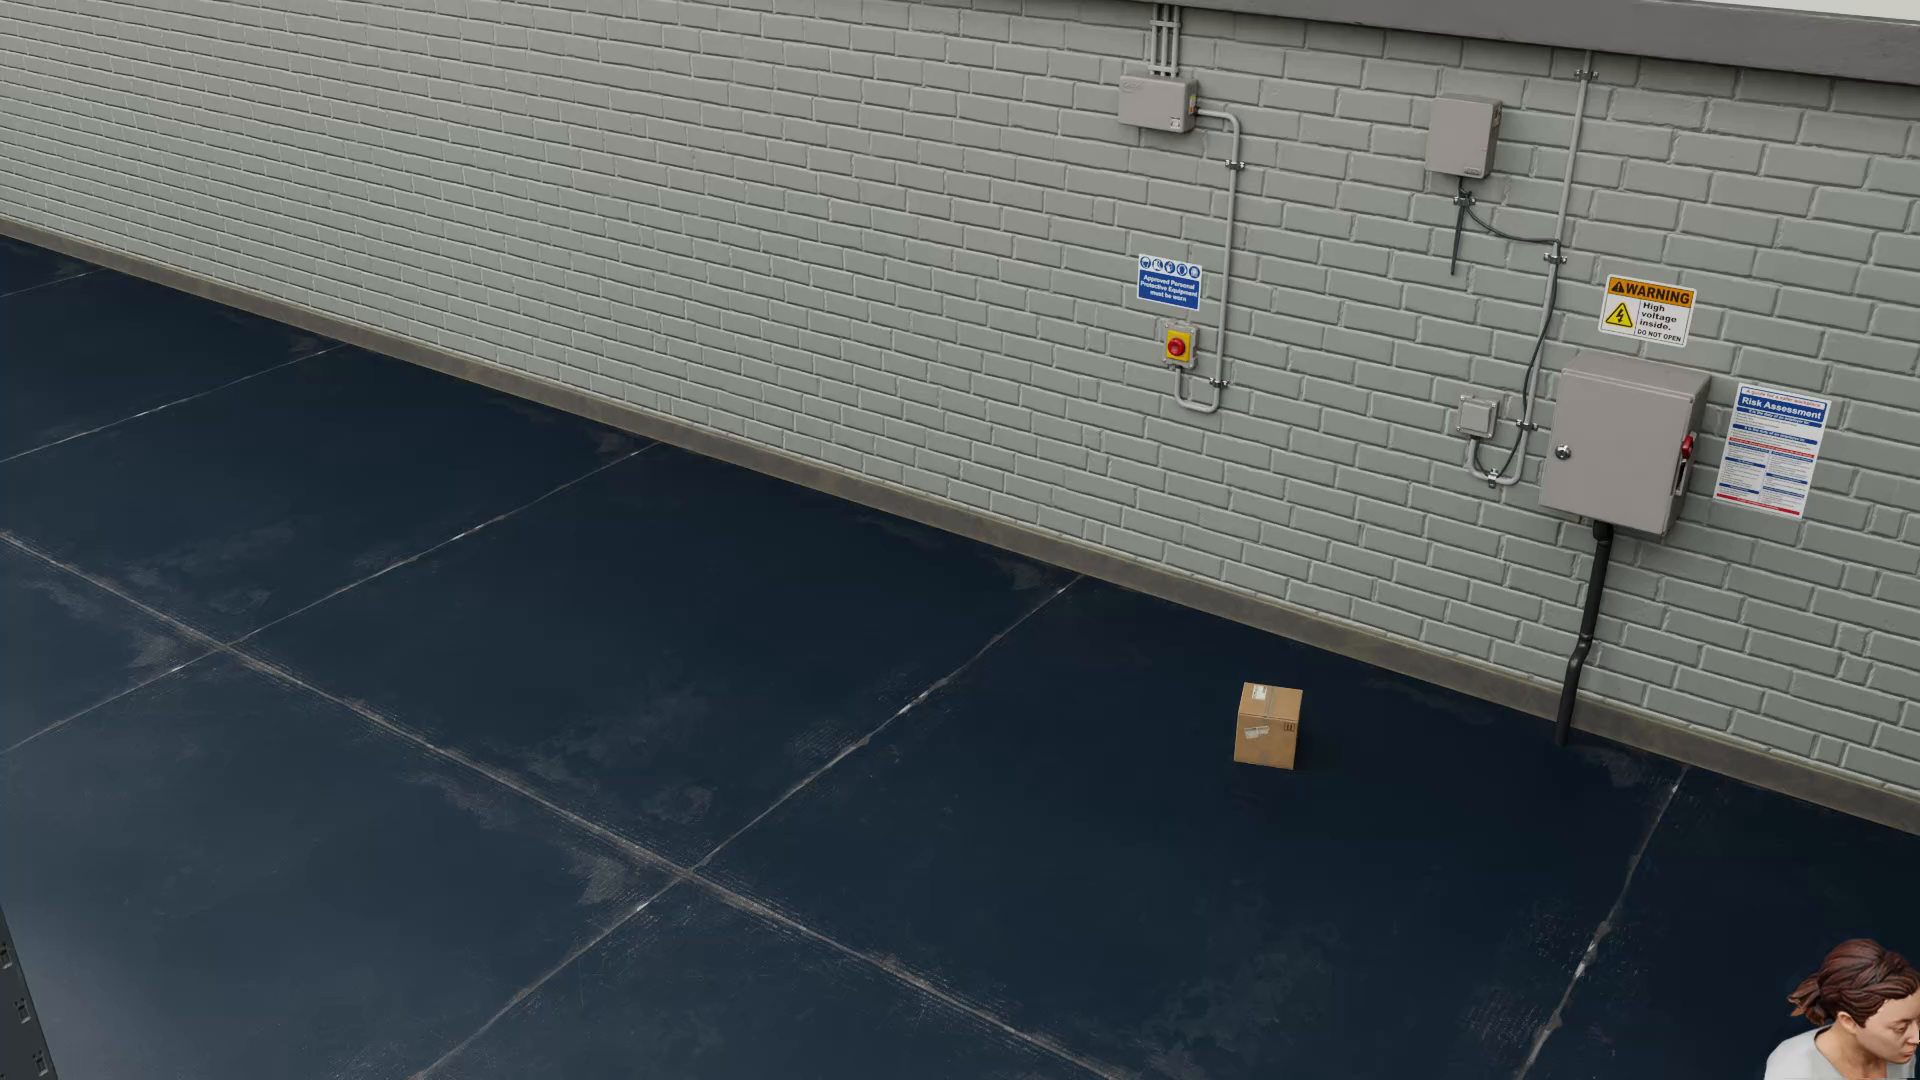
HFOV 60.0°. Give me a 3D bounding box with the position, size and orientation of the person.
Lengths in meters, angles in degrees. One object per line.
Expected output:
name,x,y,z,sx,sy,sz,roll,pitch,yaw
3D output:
person,2.010,1.659,3.845,0.456,1.633,0.912,-9,28,-17
